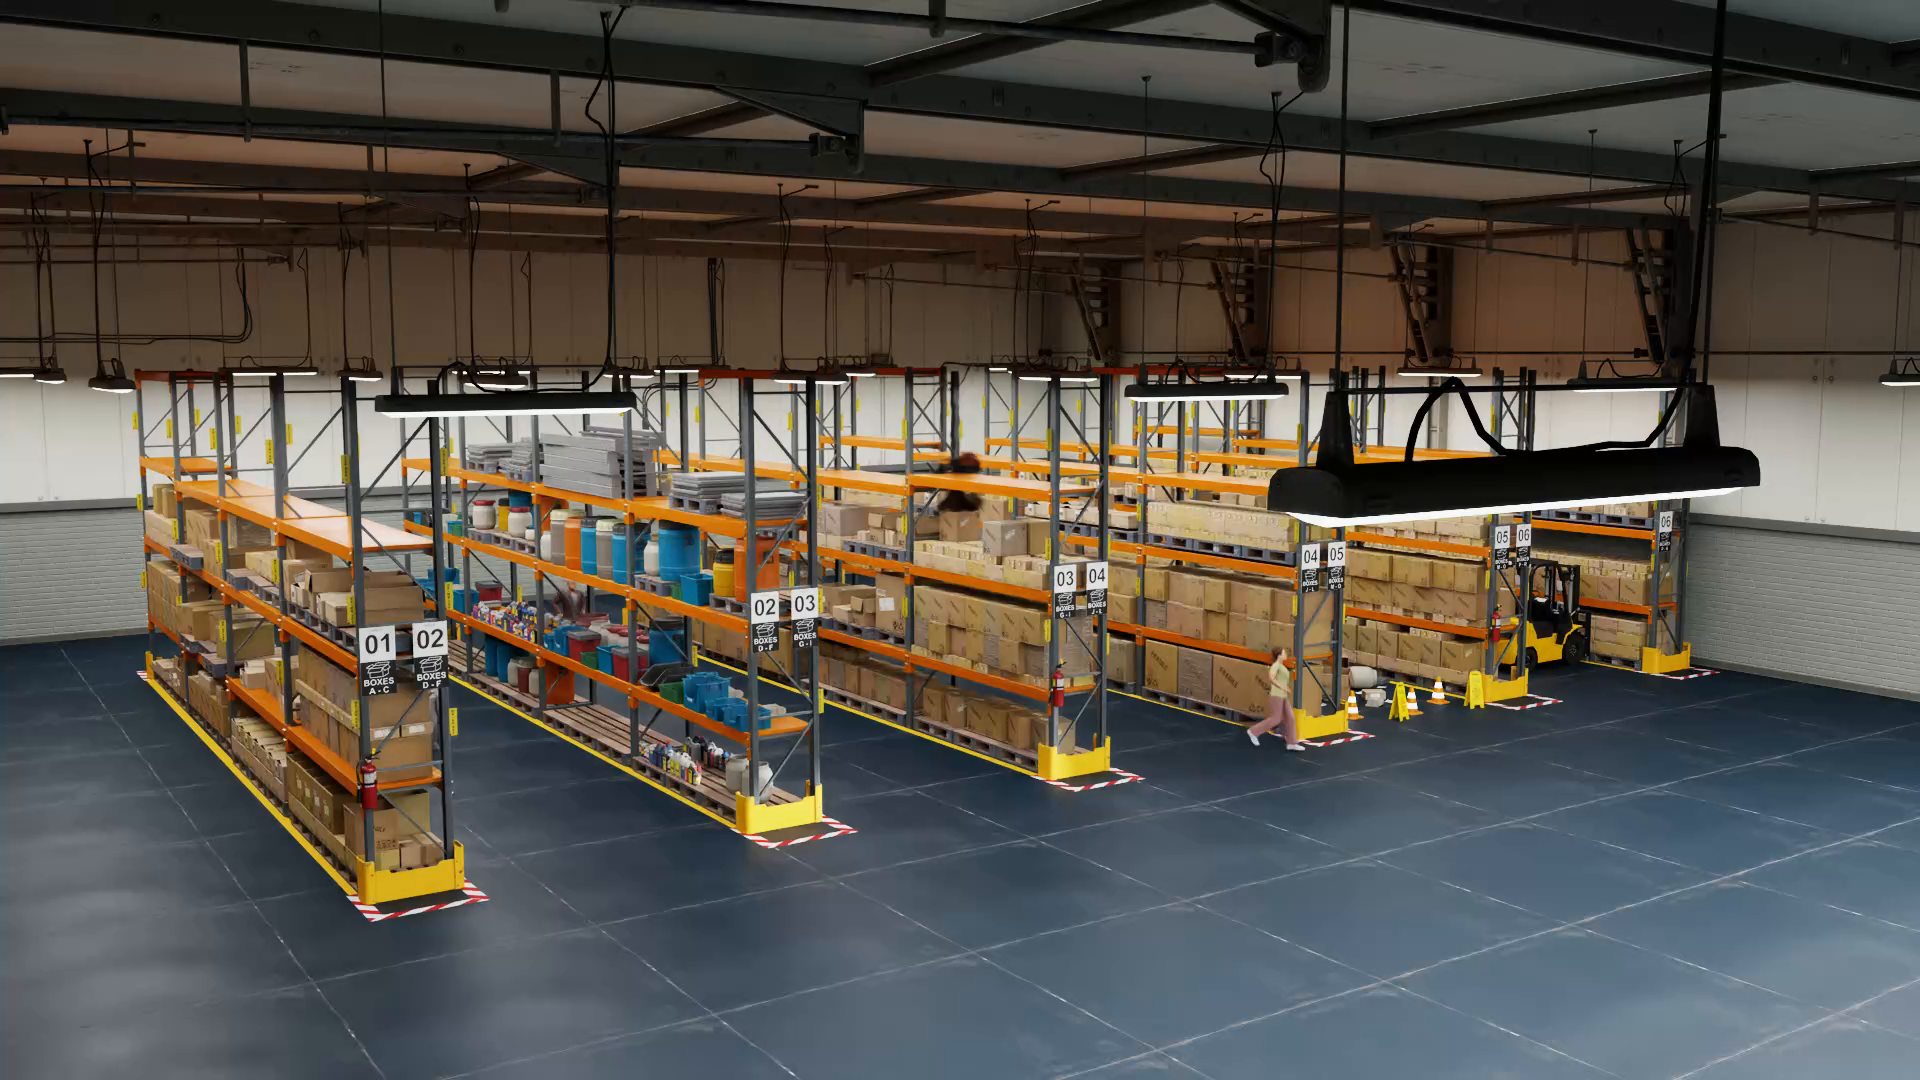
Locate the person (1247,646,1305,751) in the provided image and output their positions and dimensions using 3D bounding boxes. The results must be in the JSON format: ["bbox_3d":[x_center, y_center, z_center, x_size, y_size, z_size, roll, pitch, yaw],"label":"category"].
[{"bbox_3d":[5.110,2.509,26.607,0.930,1.627,0.635,3,7,22],"label":"person"}]

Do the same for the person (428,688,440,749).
[{"bbox_3d":[-8.446,2.510,26.654,0.629,1.667,0.539,-6,9,-43],"label":"person"}]

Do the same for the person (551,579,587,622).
[{"bbox_3d":[-7.882,1.654,33.738,0.735,1.758,0.922,-6,9,-41],"label":"person"}]
